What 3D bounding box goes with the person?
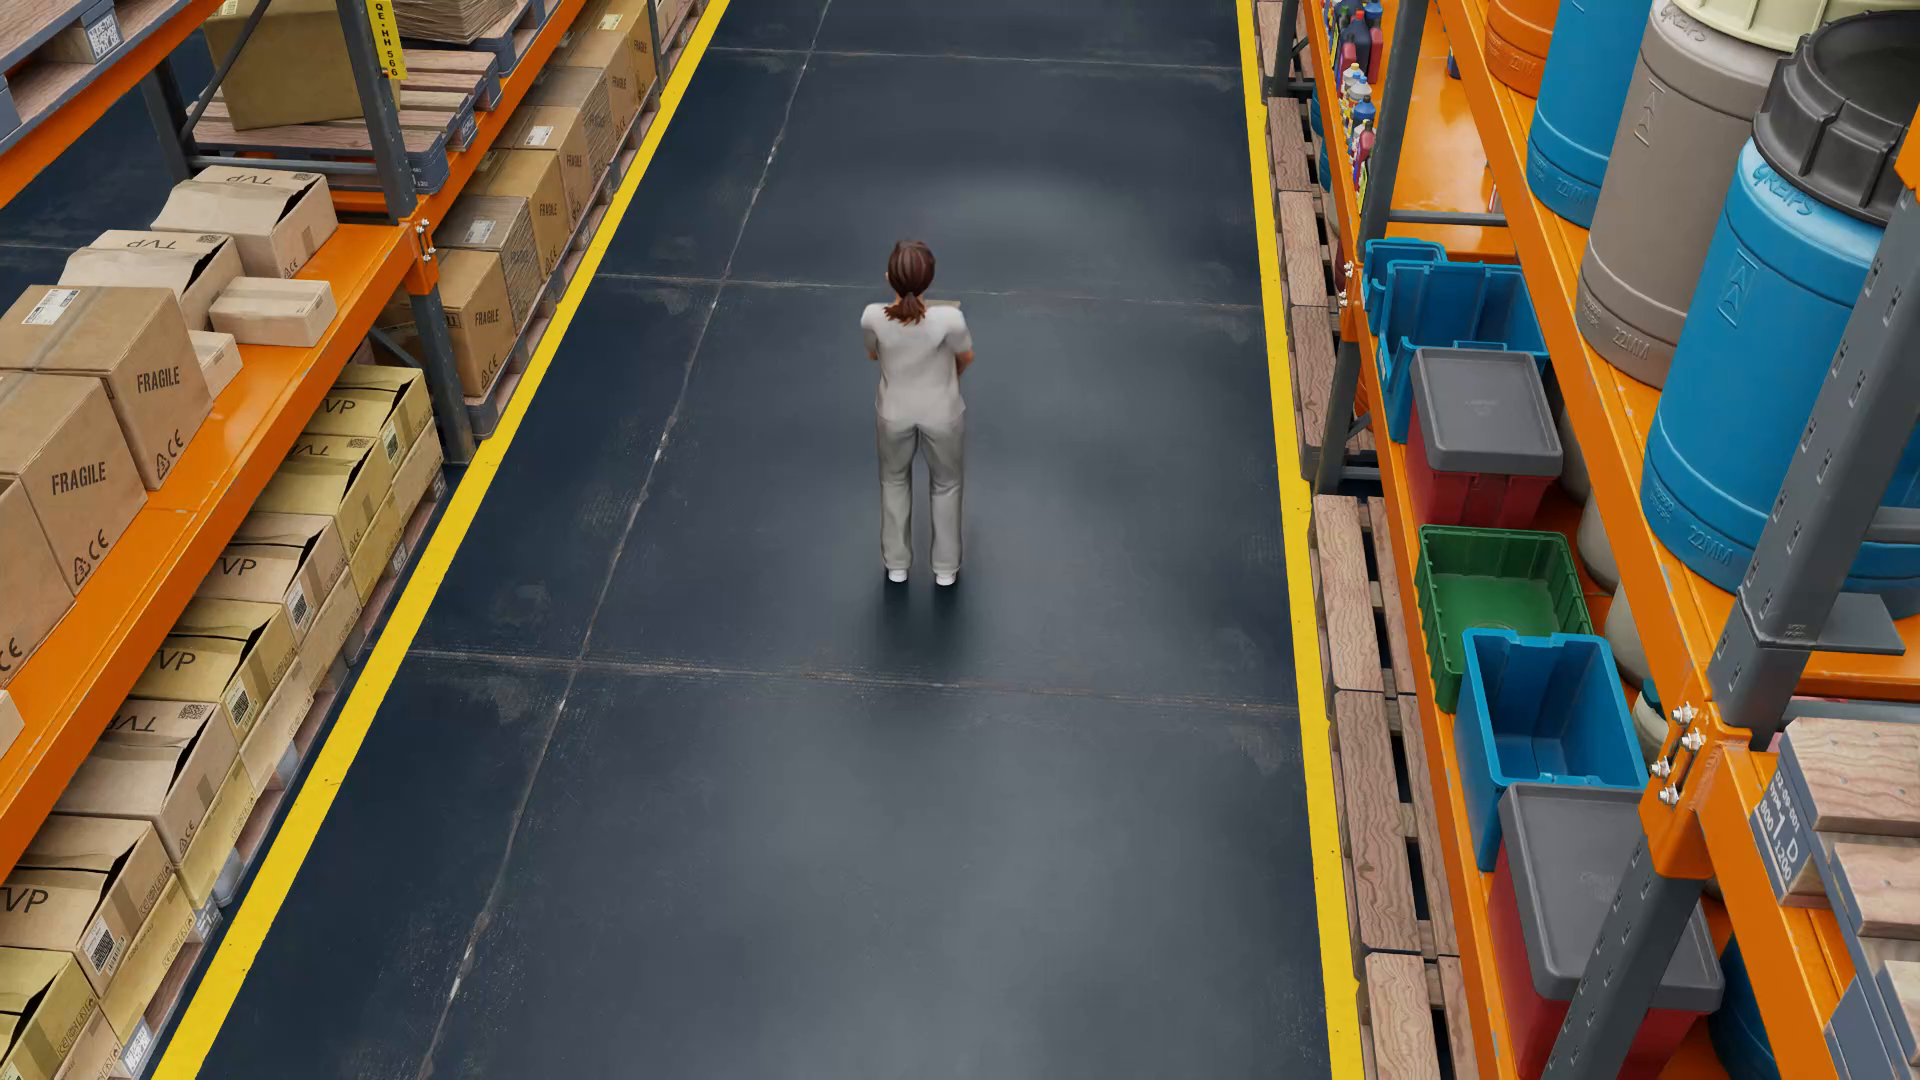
[{"bbox_3d":[-0.162,-0.550,6.819,0.436,1.662,0.554,4,40,5],"label":"person"}]
